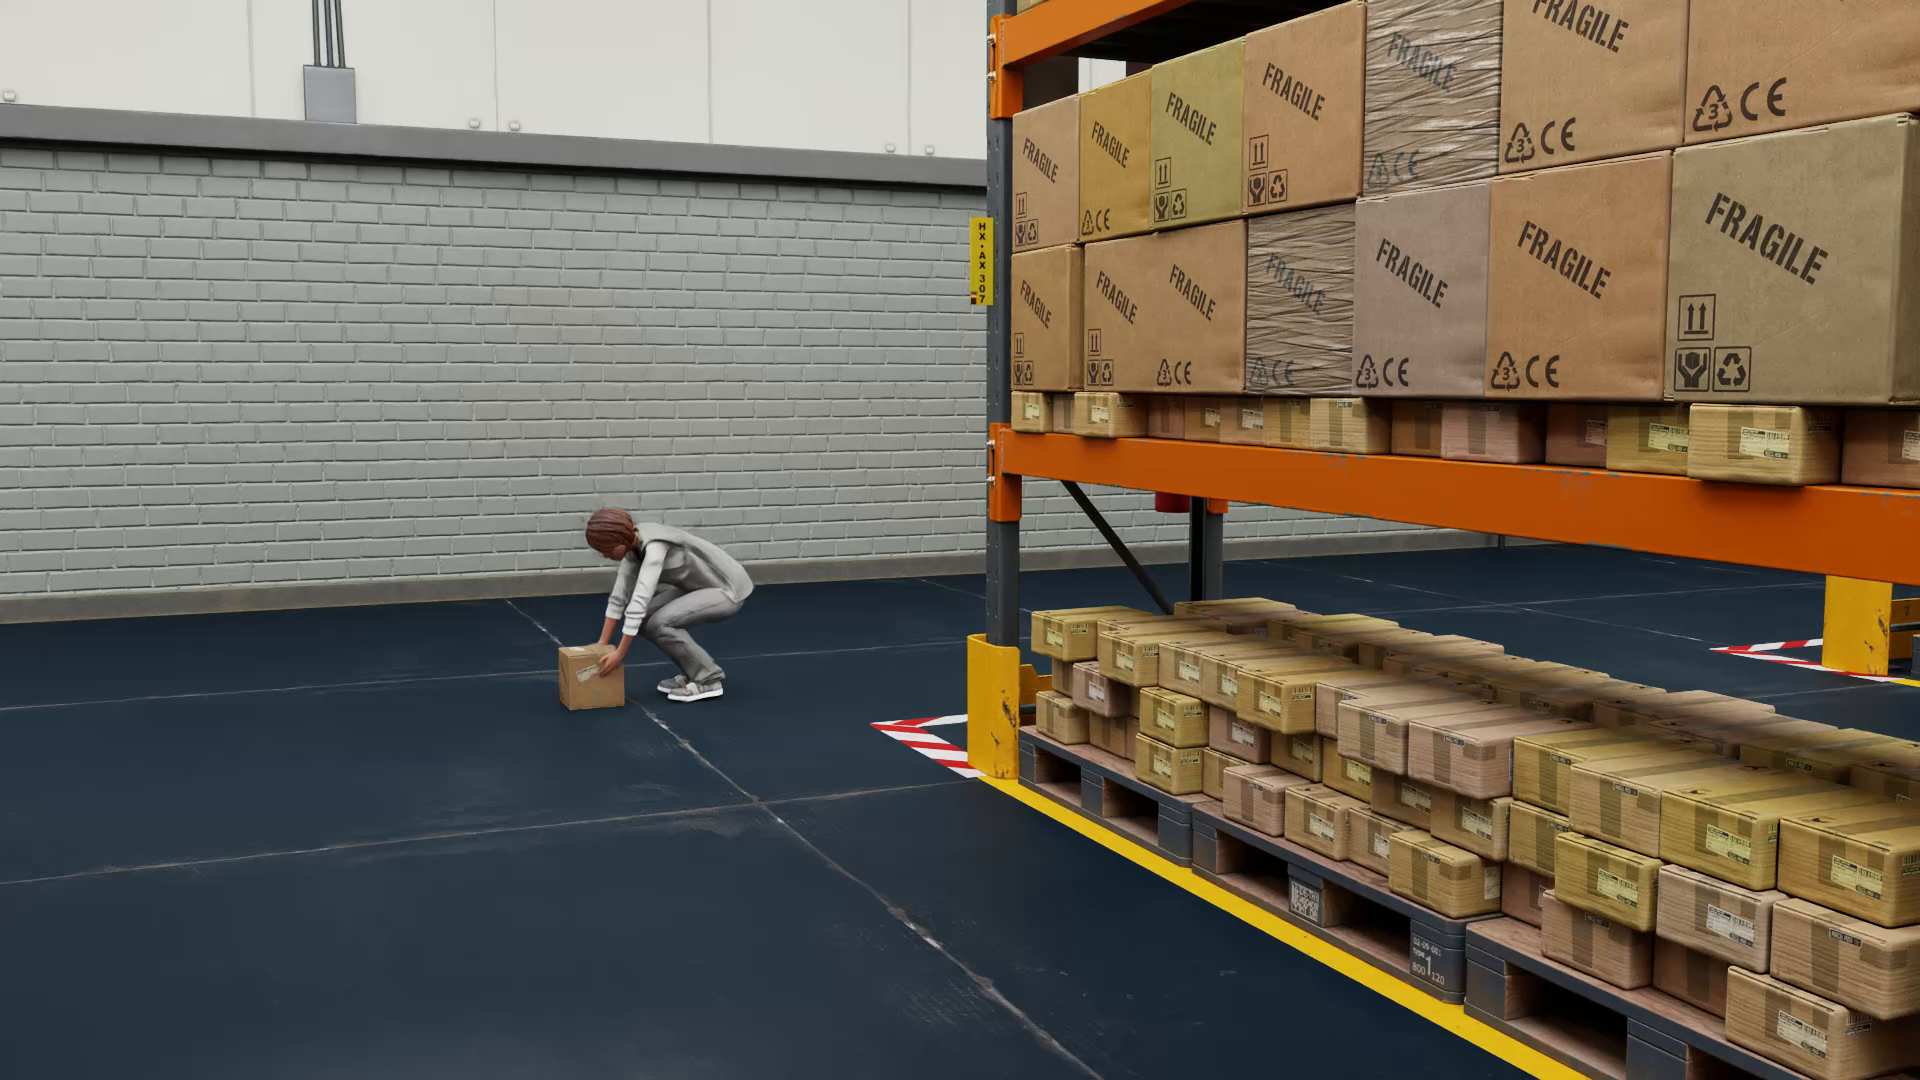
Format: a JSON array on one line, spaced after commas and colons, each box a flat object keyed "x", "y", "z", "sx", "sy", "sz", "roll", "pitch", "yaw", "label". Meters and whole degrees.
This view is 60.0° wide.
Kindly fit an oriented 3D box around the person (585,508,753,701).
[{"x": -1.350, "y": 0.294, "z": 7.765, "sx": 0.792, "sy": 0.906, "sz": 0.447, "roll": -2, "pitch": 6, "yaw": -24, "label": "person"}]
